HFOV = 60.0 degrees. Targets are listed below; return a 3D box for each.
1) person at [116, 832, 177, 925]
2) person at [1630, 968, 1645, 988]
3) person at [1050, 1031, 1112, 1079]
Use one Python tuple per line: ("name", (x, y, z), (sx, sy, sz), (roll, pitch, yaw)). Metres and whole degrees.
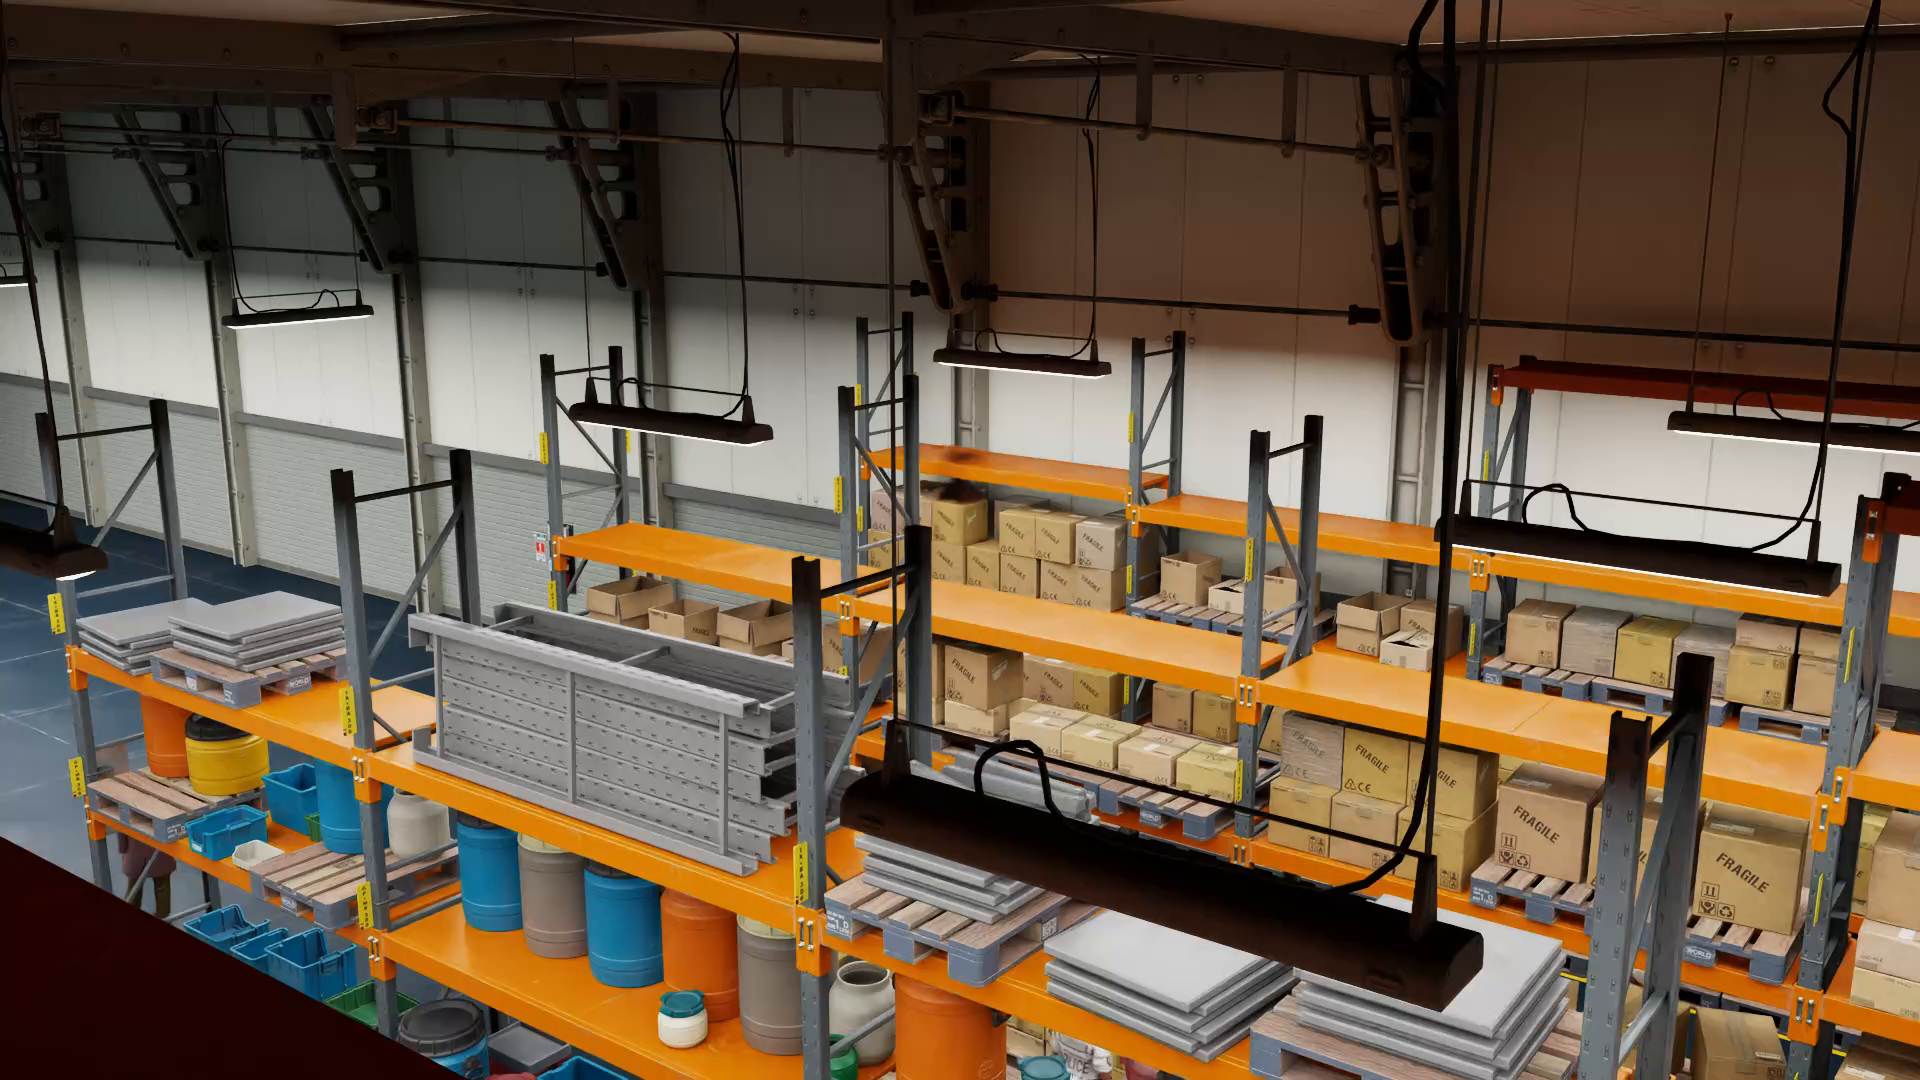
("person", (-8.459, 3.248, 17.324), (0.611, 1.786, 0.472), (-2, 13, -9))
("person", (5.374, 4.165, 13.456), (1.045, 1.725, 0.563), (9, 16, 35))
("person", (0.950, 4.282, 12.883), (0.616, 1.778, 0.417), (12, 17, 41))
